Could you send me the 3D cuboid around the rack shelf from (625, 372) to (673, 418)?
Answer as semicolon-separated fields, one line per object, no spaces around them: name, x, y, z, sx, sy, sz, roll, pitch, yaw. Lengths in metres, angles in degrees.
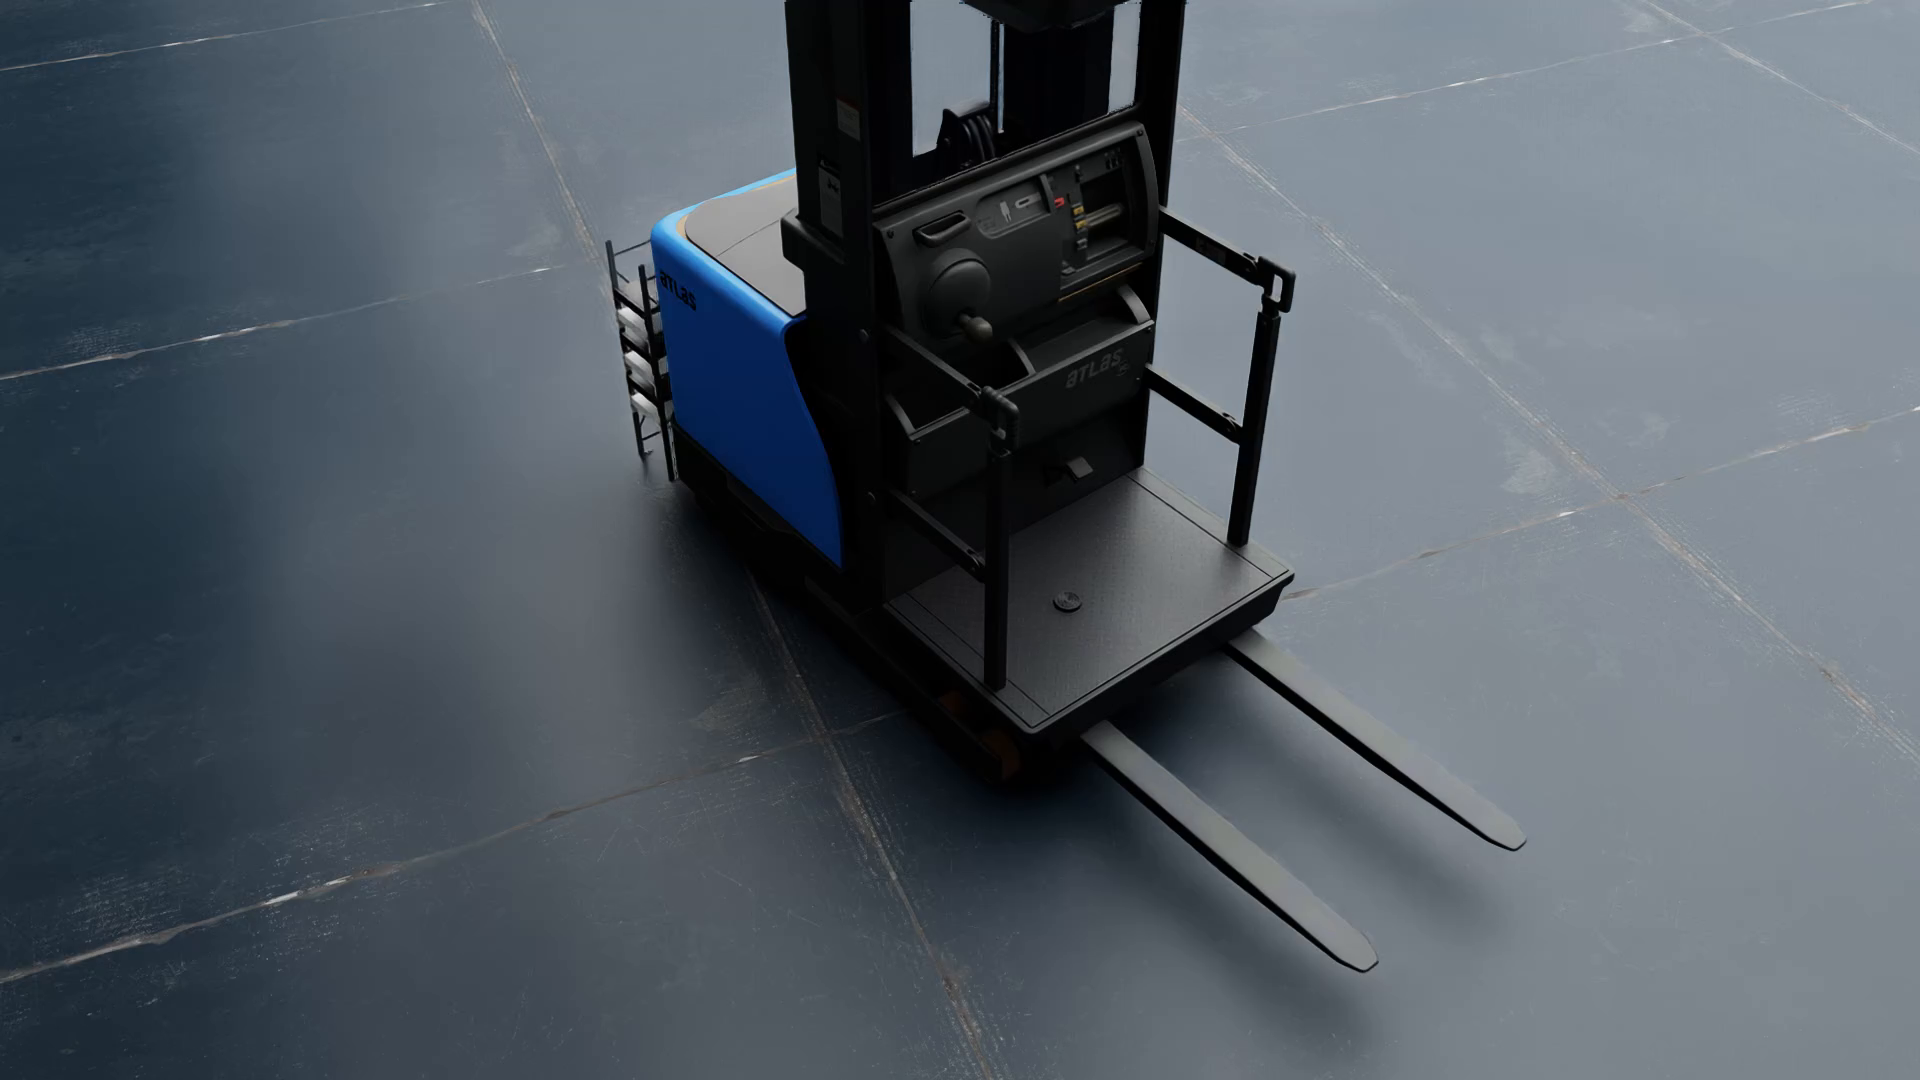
rack shelf;-1.020;-0.557;5.897;0.258;0.077;0.200;-29;48;-29

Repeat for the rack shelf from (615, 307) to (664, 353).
rack shelf;-1.020;-0.762;5.721;0.258;0.077;0.200;-29;48;-29

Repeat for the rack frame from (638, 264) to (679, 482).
rack frame;-0.955;-0.600;5.758;0.240;0.900;0.006;-29;48;-29

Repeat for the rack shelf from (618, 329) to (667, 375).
rack shelf;-1.020;-0.694;5.779;0.258;0.077;0.200;-29;48;-29

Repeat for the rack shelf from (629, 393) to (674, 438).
rack shelf;-1.021;-0.489;5.956;0.258;0.077;0.200;-29;48;-29

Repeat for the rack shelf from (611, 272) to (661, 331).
rack shelf;-1.020;-0.830;5.662;0.258;0.077;0.200;-29;48;-29

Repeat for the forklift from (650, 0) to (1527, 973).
forklift;0.314;-0.765;4.391;1.130;2.935;3.031;-28;48;-29

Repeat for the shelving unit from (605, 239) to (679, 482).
shelving unit;-1.020;-0.651;5.816;0.258;0.900;0.210;-29;48;-29

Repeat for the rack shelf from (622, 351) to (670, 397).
rack shelf;-1.020;-0.625;5.838;0.258;0.077;0.200;-29;48;-29

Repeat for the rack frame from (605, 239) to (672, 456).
rack frame;-1.086;-0.701;5.875;0.240;0.900;0.006;-29;48;-29
